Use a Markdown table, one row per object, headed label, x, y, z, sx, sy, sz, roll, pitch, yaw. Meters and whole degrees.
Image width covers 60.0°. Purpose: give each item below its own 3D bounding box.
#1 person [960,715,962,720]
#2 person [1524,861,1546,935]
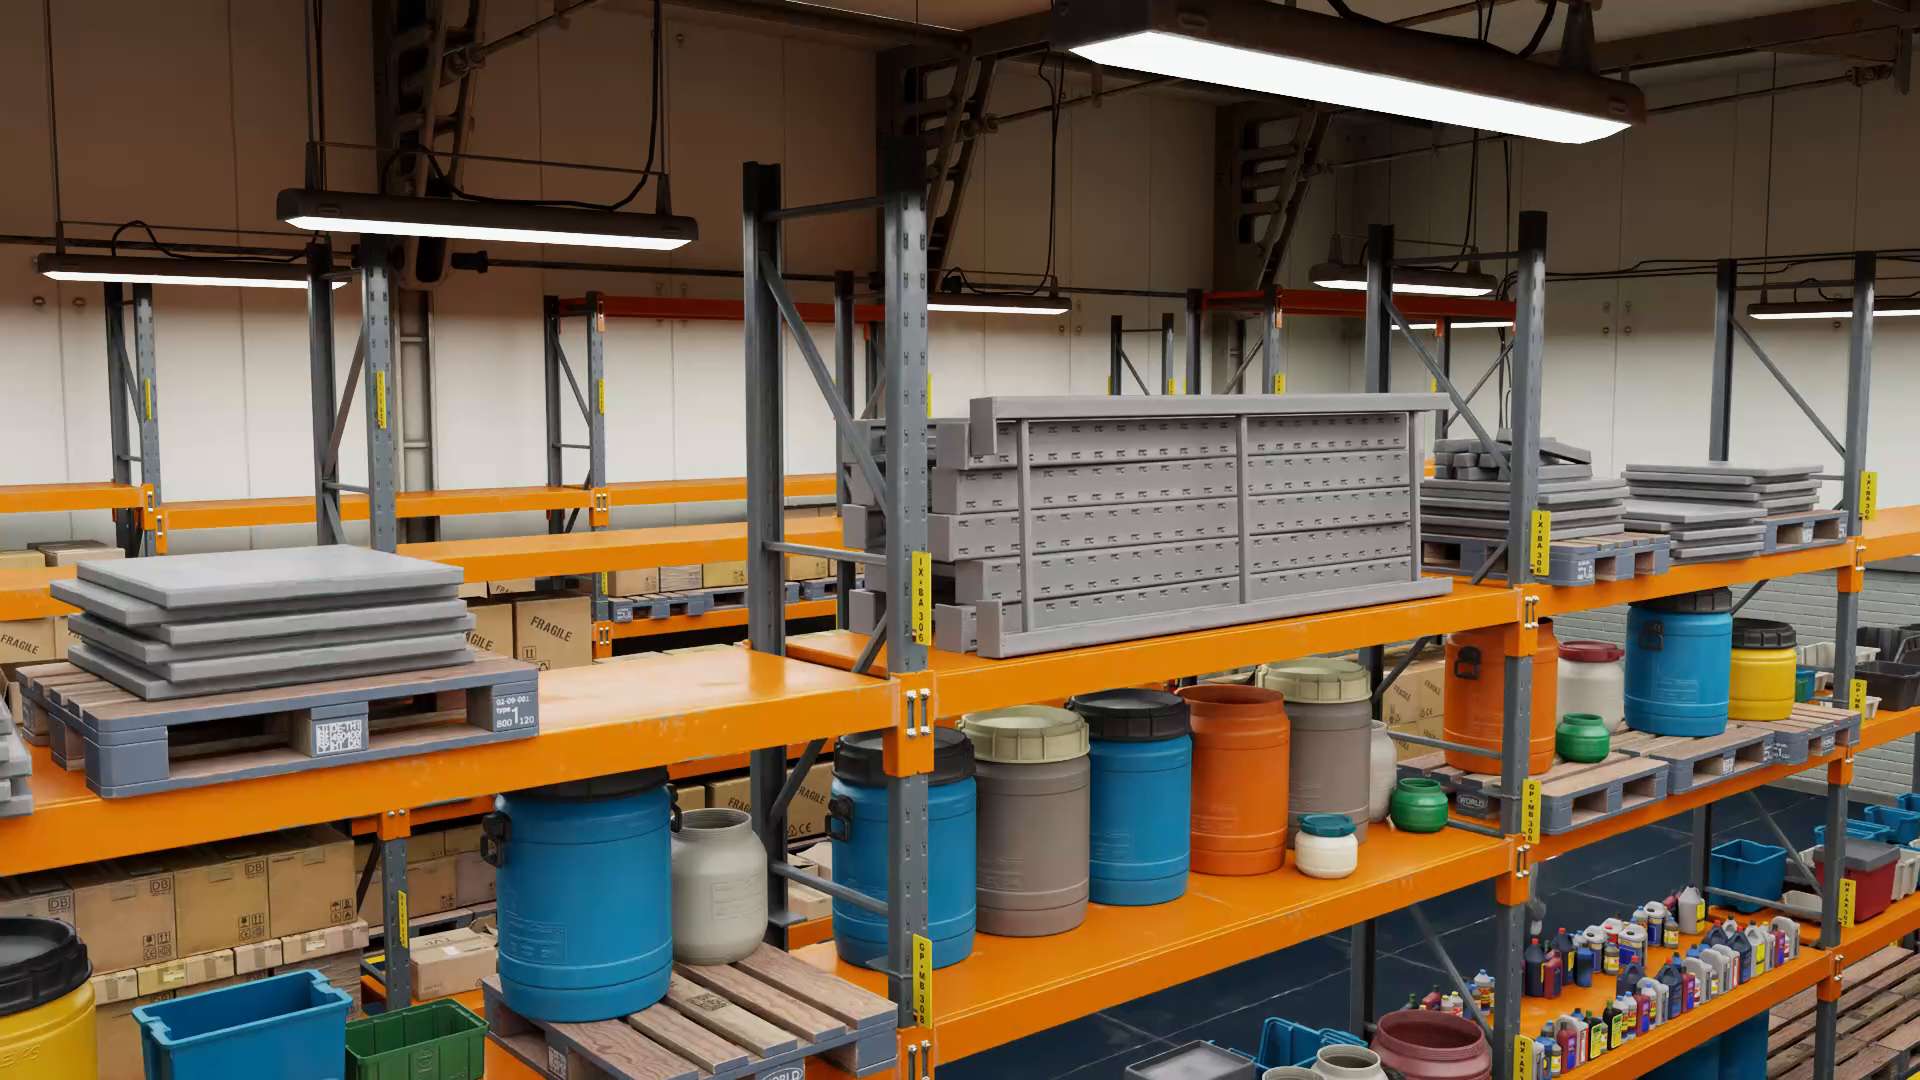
| label | x | y | z | sx | sy | sz | roll | pitch | yaw |
| --- | --- | --- | --- | --- | --- | --- | --- | --- | --- |
| person | 0.162 | 2.378 | 17.024 | 0.698 | 1.807 | 0.816 | 5 | 7 | 43 |
| person | 5.062 | 2.890 | 15.056 | 0.578 | 1.653 | 0.814 | 5 | 7 | 40 |
